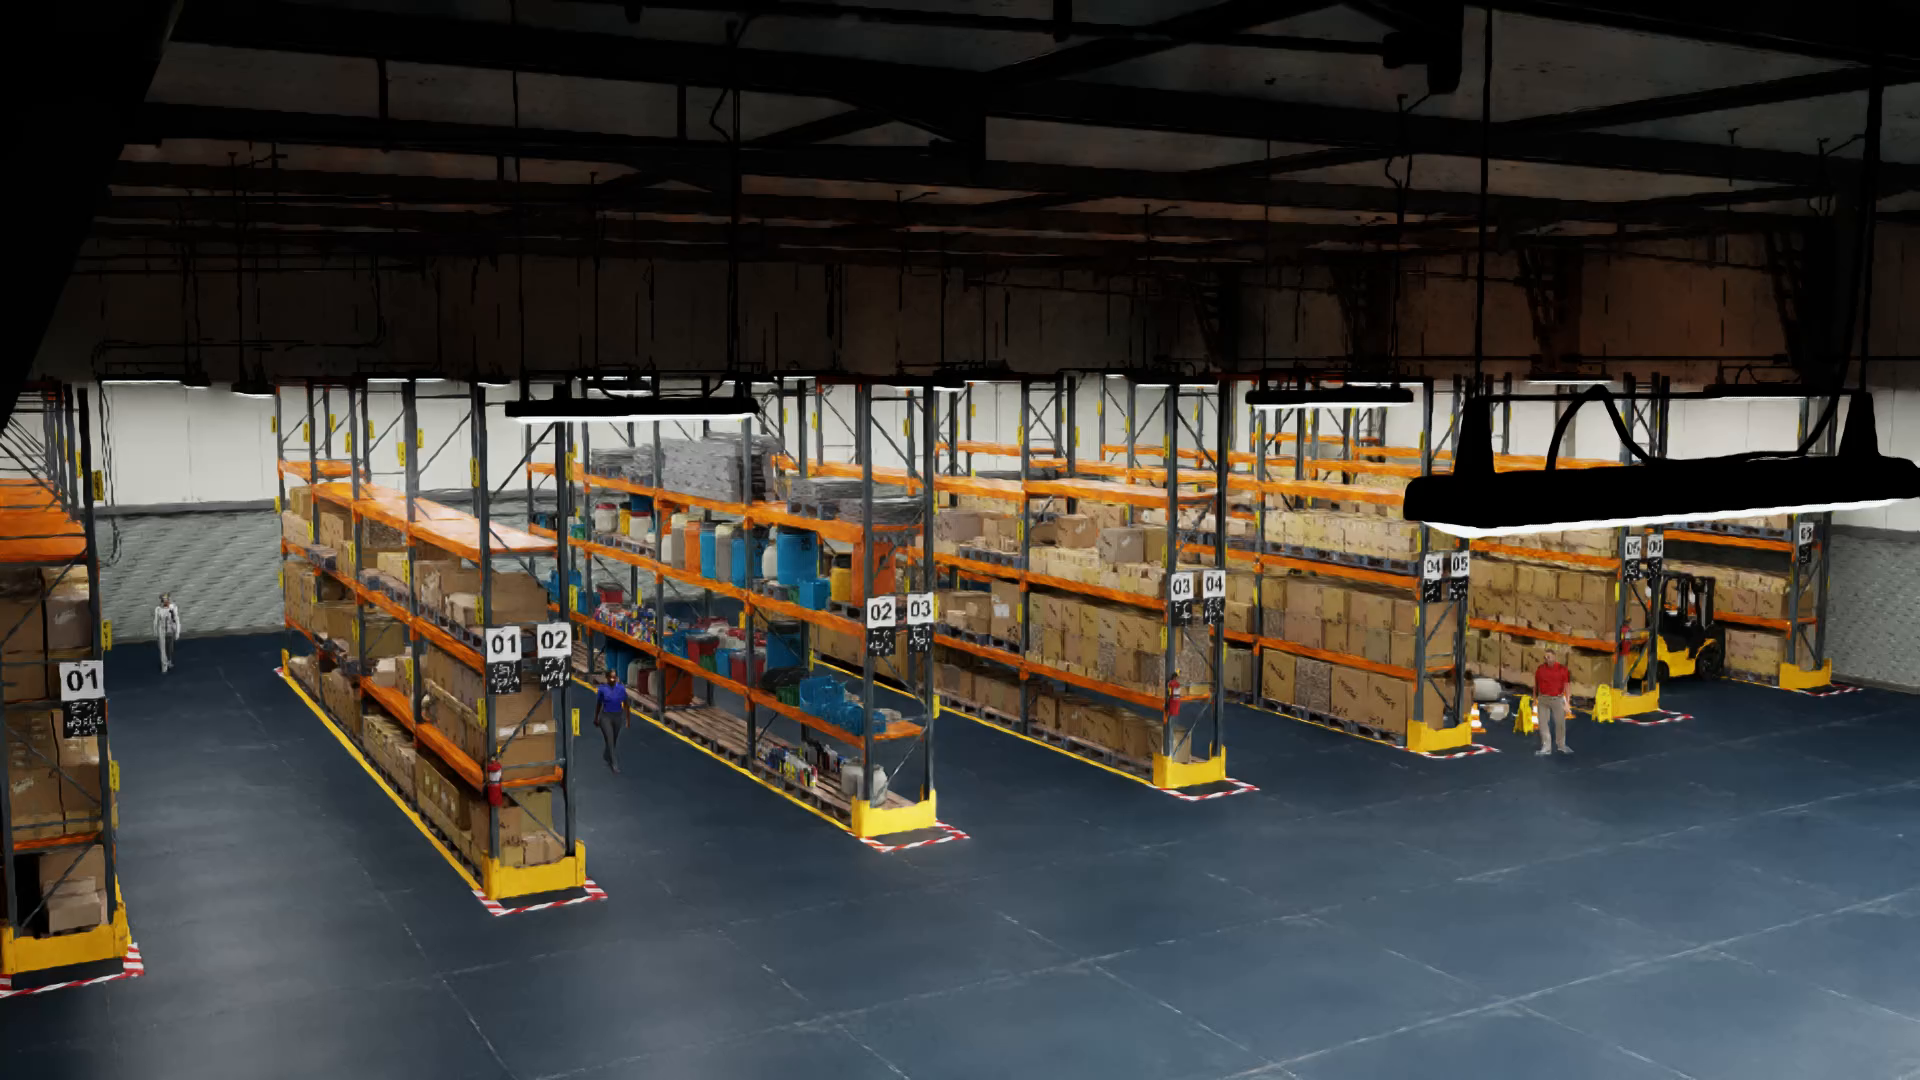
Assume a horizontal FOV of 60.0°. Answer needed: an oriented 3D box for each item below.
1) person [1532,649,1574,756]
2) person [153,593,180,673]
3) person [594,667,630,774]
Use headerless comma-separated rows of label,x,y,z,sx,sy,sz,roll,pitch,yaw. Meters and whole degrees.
person,9.489,2.579,26.594,0.653,1.720,0.554,4,8,34
person,-16.038,1.839,33.658,0.489,1.582,1.075,-4,7,-32
person,-5.336,2.736,25.570,0.463,1.596,0.998,-4,7,-31
